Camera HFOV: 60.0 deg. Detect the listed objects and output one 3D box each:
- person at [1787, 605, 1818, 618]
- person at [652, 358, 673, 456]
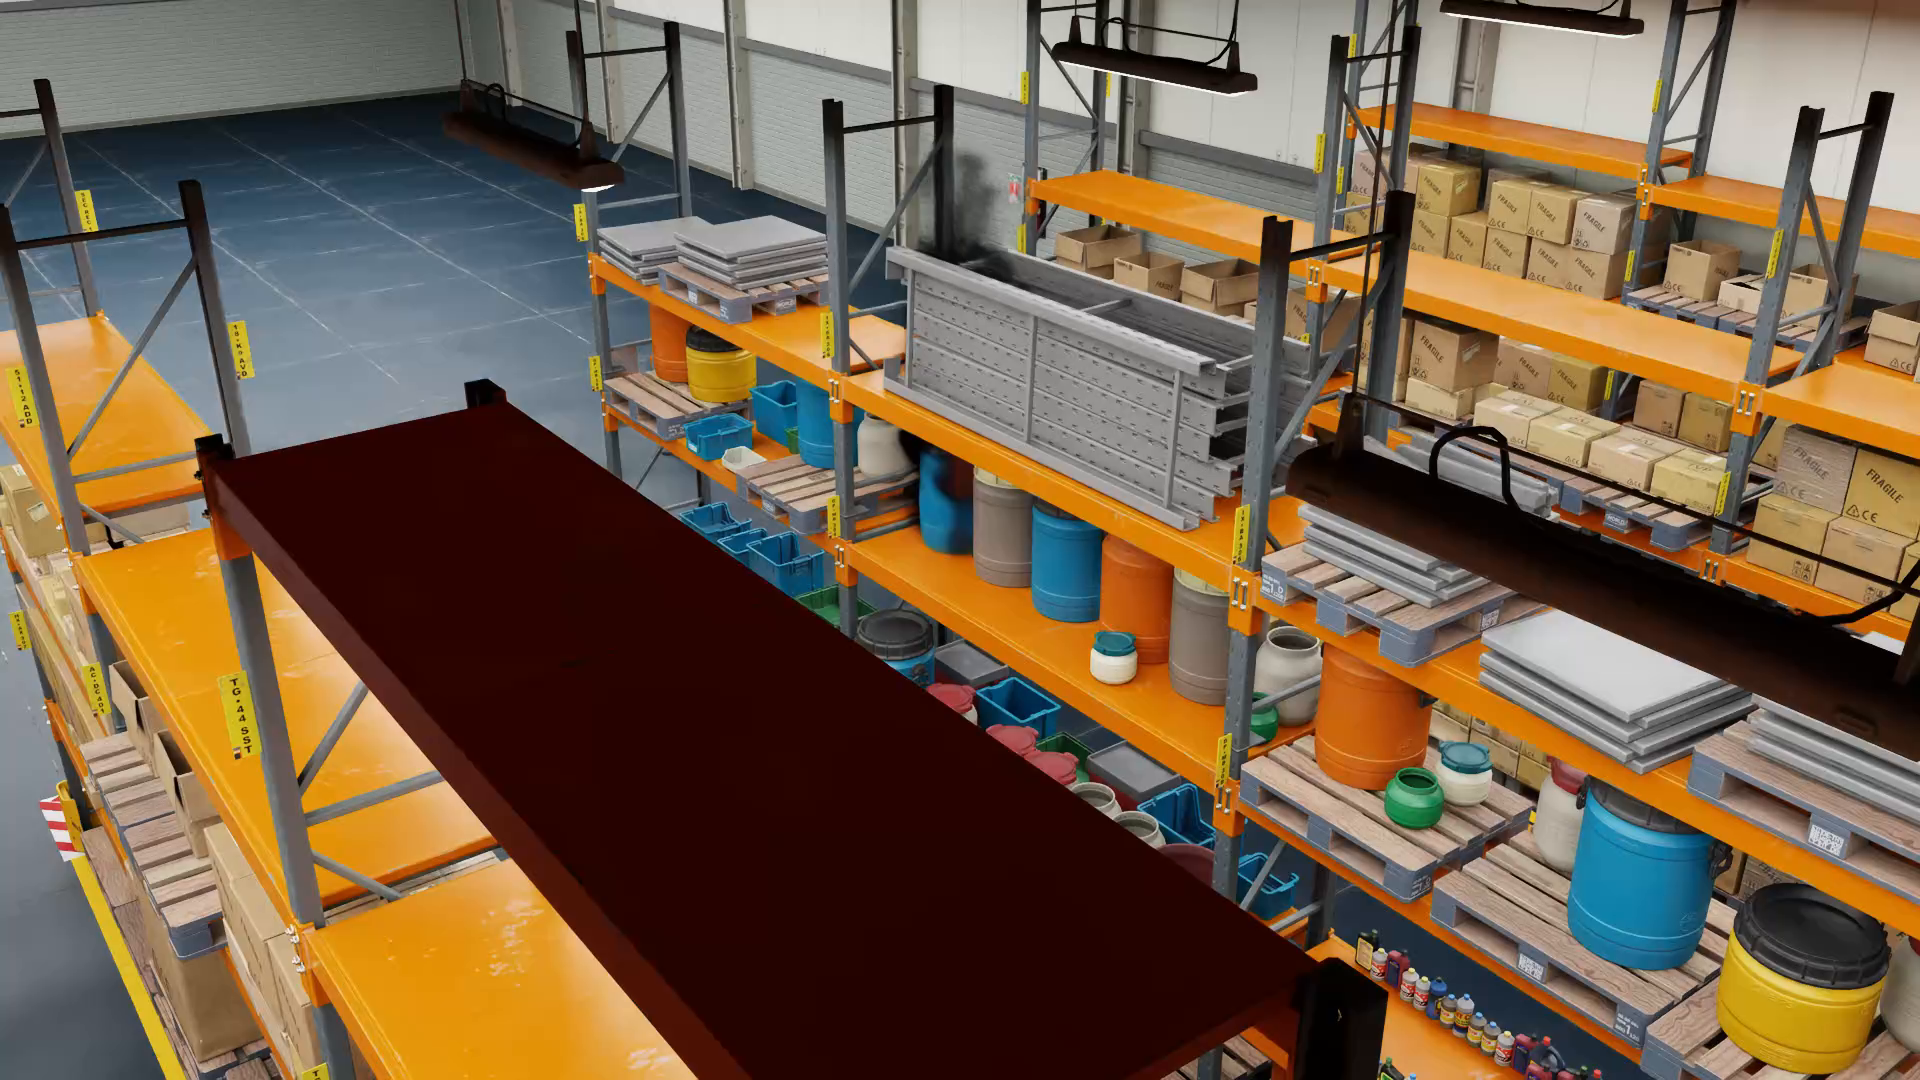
[{"bbox_3d":[7.096,1.214,14.313,0.904,1.688,0.570,21,32,38],"label":"person"},{"bbox_3d":[-3.729,-1.872,21.042,0.607,1.689,0.651,-5,25,-11],"label":"person"}]
